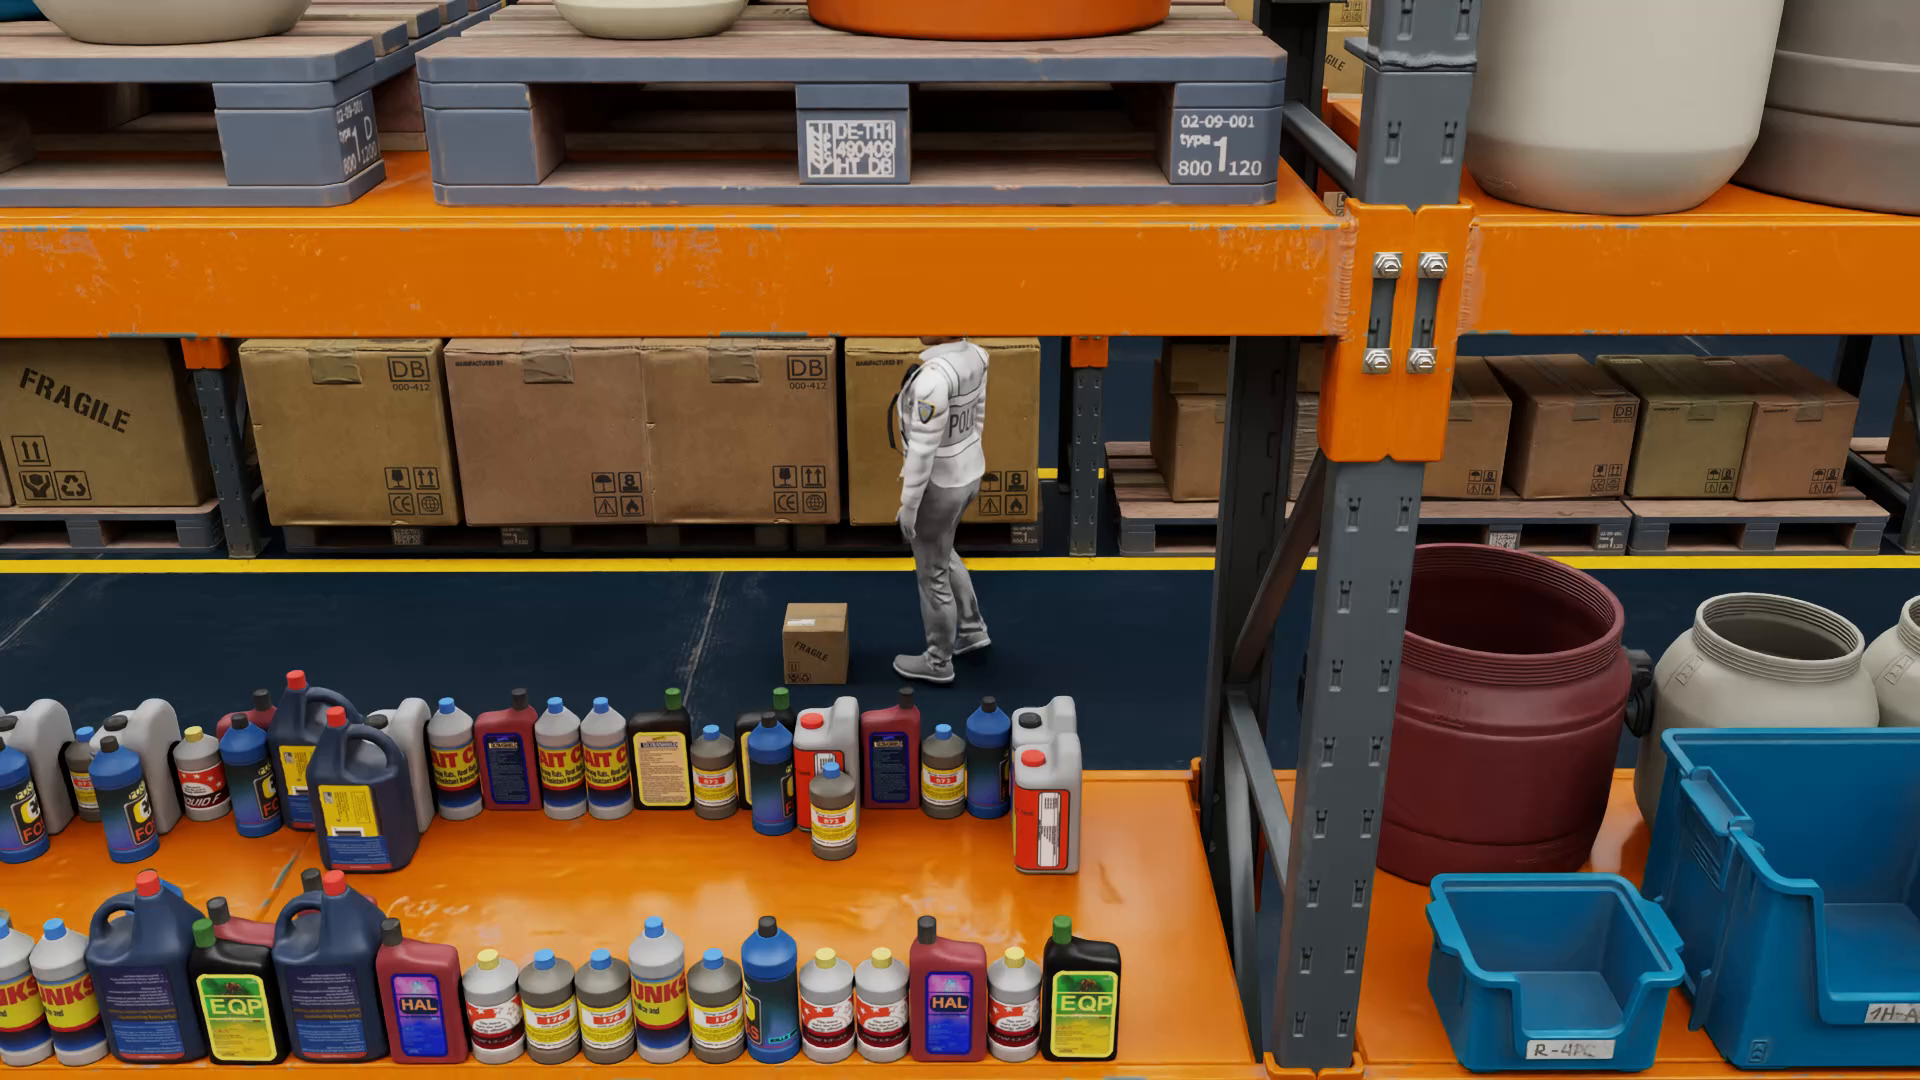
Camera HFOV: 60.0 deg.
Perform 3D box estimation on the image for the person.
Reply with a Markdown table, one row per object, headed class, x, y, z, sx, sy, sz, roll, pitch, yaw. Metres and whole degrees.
| class | x | y | z | sx | sy | sz | roll | pitch | yaw |
| --- | --- | --- | --- | --- | --- | --- | --- | --- | --- |
| person | -0.090 | -0.206 | 6.551 | 0.372 | 1.696 | 0.557 | 11 | 26 | 23 |
